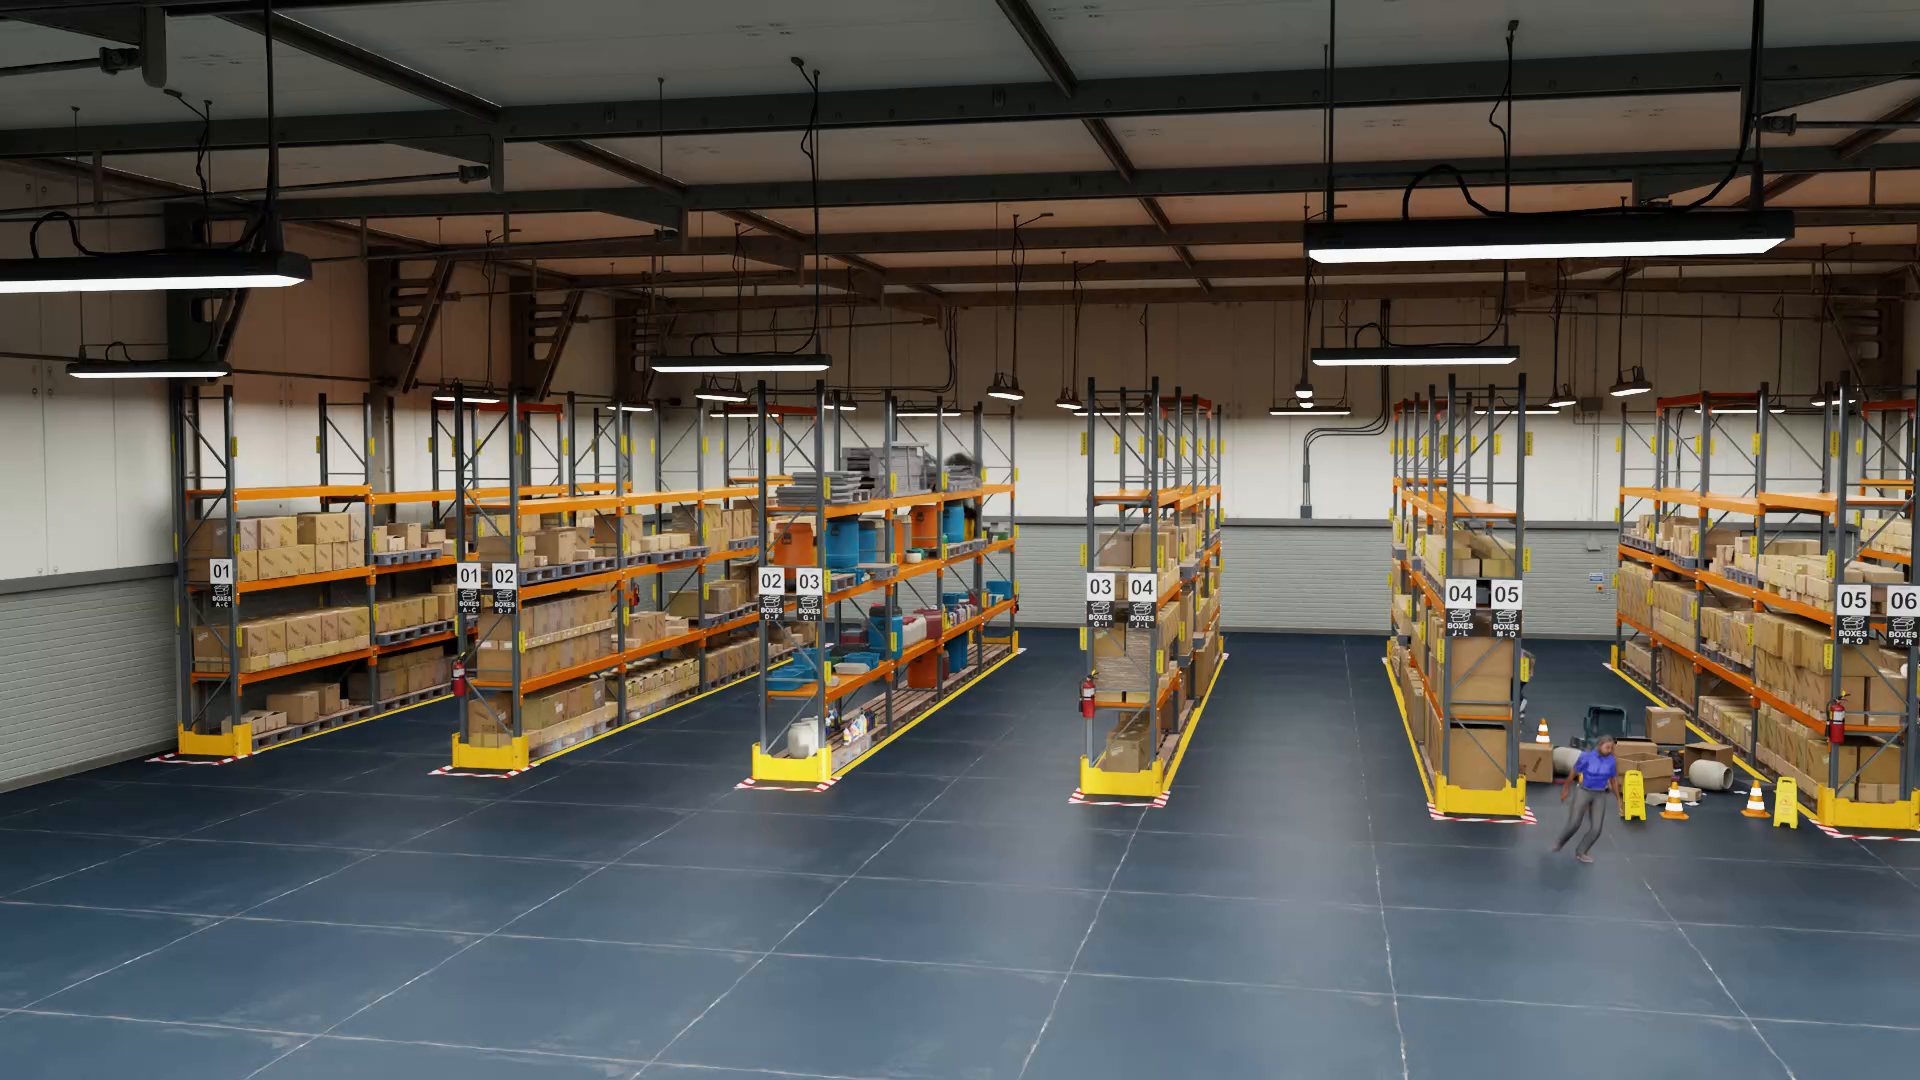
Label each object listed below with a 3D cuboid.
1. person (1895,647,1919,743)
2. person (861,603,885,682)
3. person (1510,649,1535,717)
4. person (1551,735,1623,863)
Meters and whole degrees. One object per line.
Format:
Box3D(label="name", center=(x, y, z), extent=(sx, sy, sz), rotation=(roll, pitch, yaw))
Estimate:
Box3D(label="person", center=(15.883, 2.603, 27.740), extent=(0.610, 1.665, 0.870), rotation=(0, 3, 7))
Box3D(label="person", center=(-1.765, 2.169, 35.534), extent=(0.683, 1.704, 0.916), rotation=(-1, 3, -12))
Box3D(label="person", center=(10.395, 2.570, 30.925), extent=(0.565, 1.422, 0.757), rotation=(0, 3, -3))
Box3D(label="person", center=(7.555, 3.089, 20.022), extent=(0.732, 1.573, 0.616), rotation=(0, 3, -3))
